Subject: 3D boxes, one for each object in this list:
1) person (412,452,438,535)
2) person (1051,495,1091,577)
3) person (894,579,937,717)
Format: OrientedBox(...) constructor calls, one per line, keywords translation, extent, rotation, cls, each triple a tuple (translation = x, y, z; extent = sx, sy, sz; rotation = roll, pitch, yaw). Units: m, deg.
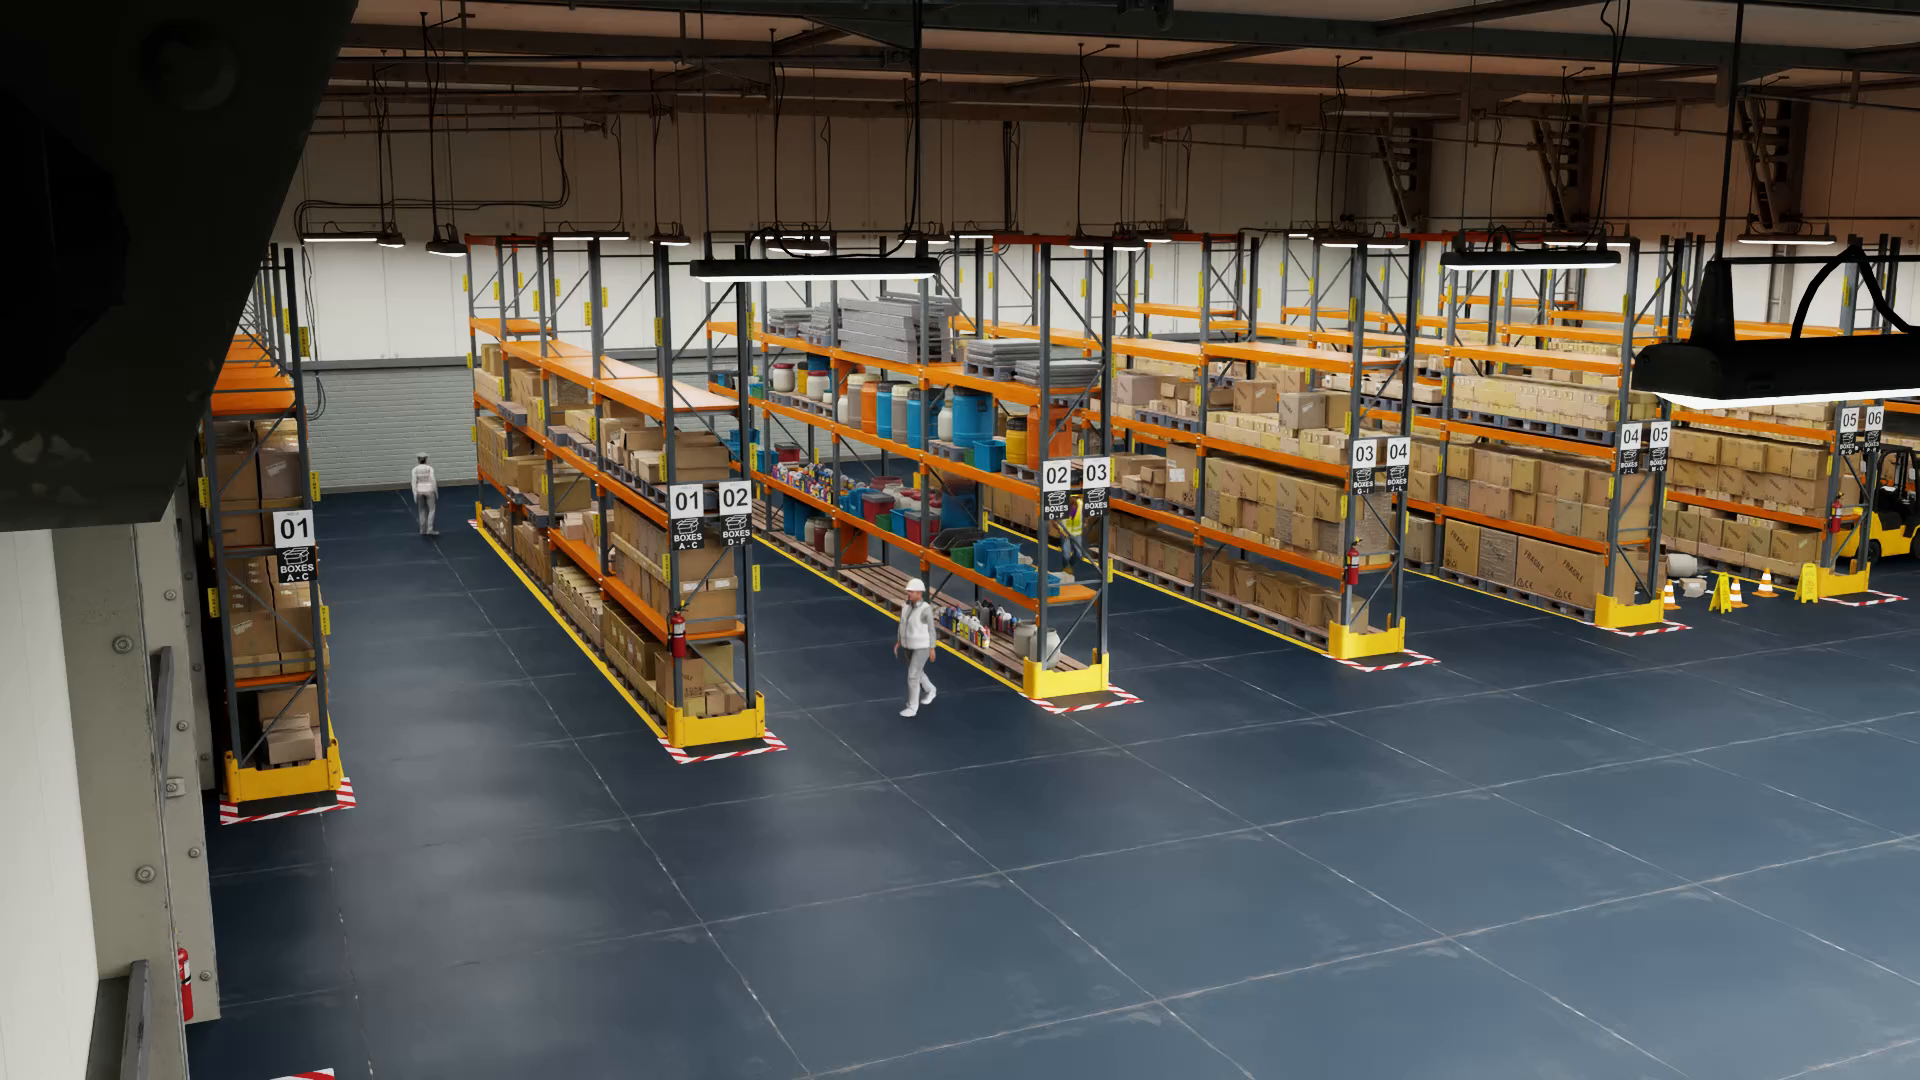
OrientedBox(translation=(-10.783, -0.919, 33.489), extent=(0.510, 1.680, 0.523), rotation=(1, 11, 4), cls="person")
OrientedBox(translation=(1.909, -0.119, 28.488), extent=(0.748, 1.656, 0.724), rotation=(-3, 11, -14), cls="person")
OrientedBox(translation=(-0.565, 1.363, 21.537), extent=(0.856, 1.751, 0.538), rotation=(-10, 15, -42), cls="person")
